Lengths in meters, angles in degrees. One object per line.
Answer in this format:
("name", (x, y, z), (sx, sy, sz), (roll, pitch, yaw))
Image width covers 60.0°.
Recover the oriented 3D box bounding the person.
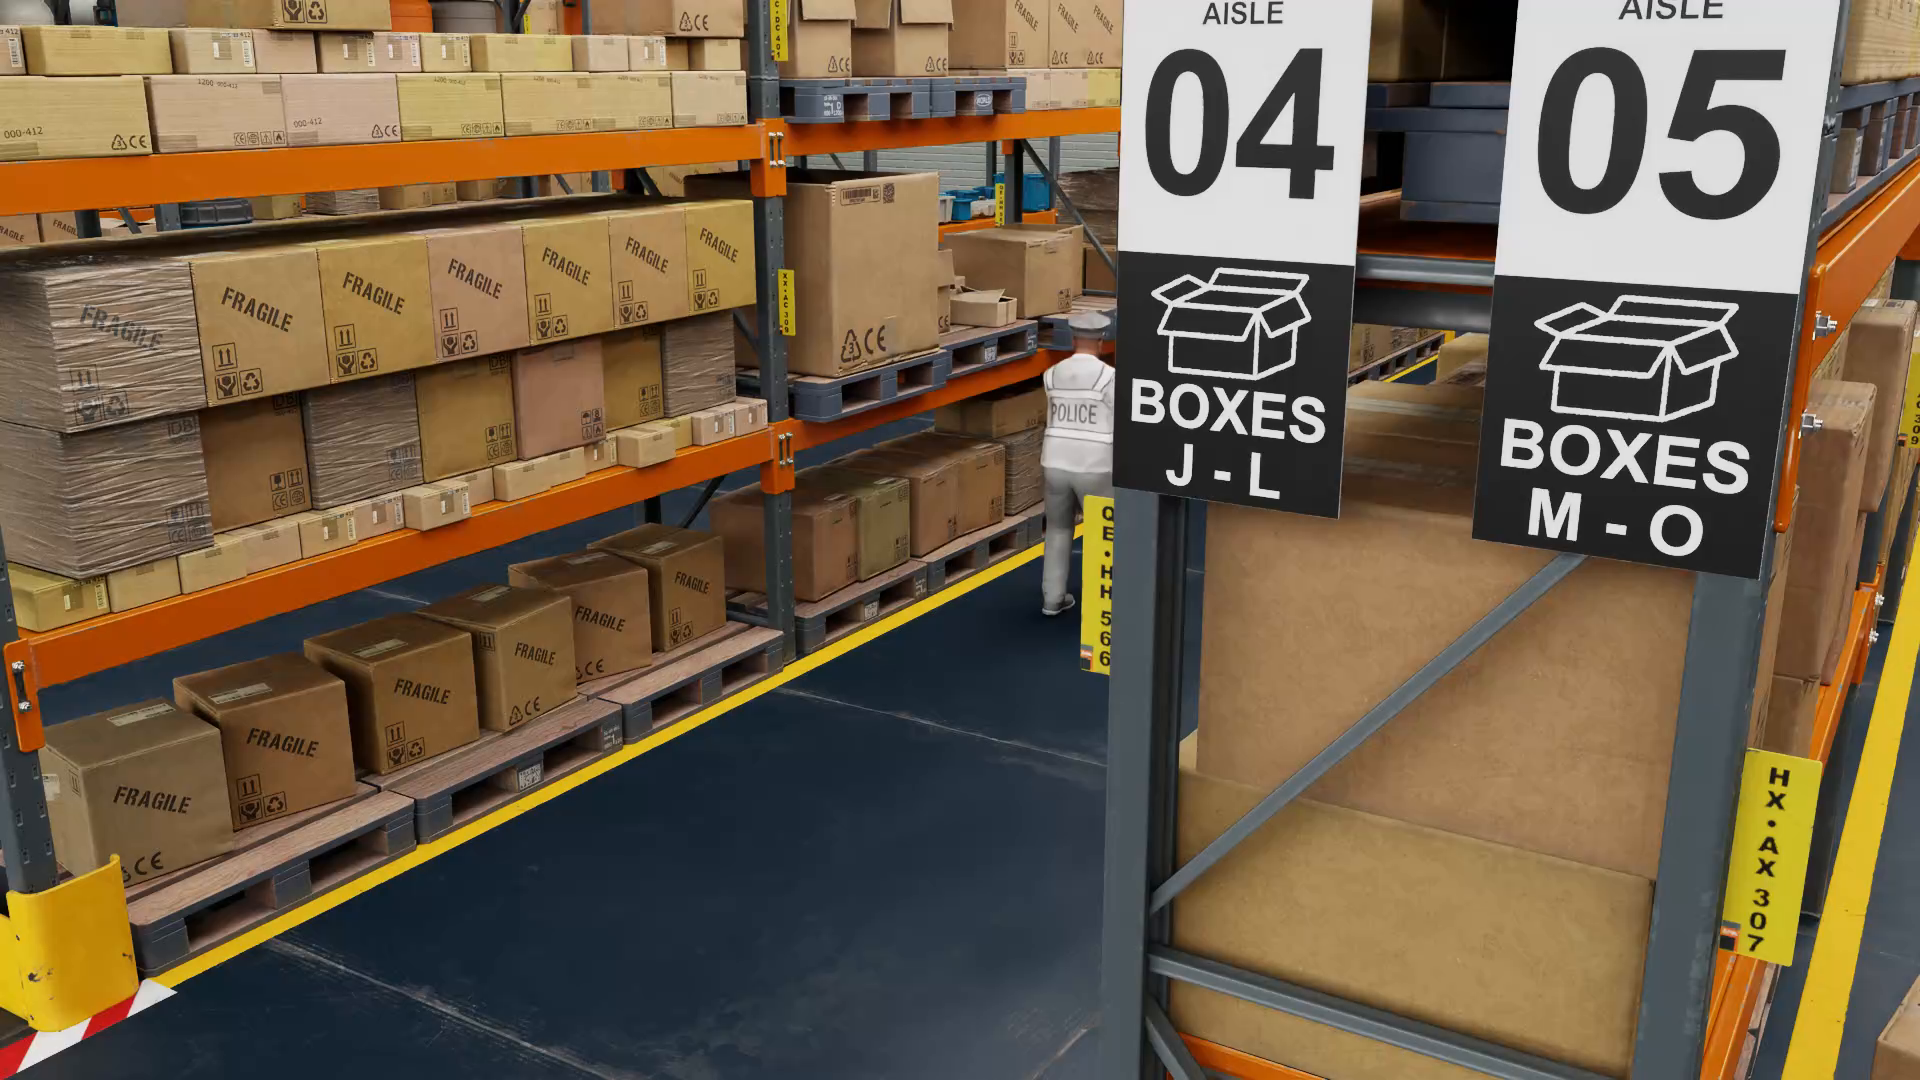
("person", (0.708, -0.417, 9.510), (0.485, 1.738, 0.597), (8, 18, 27))
